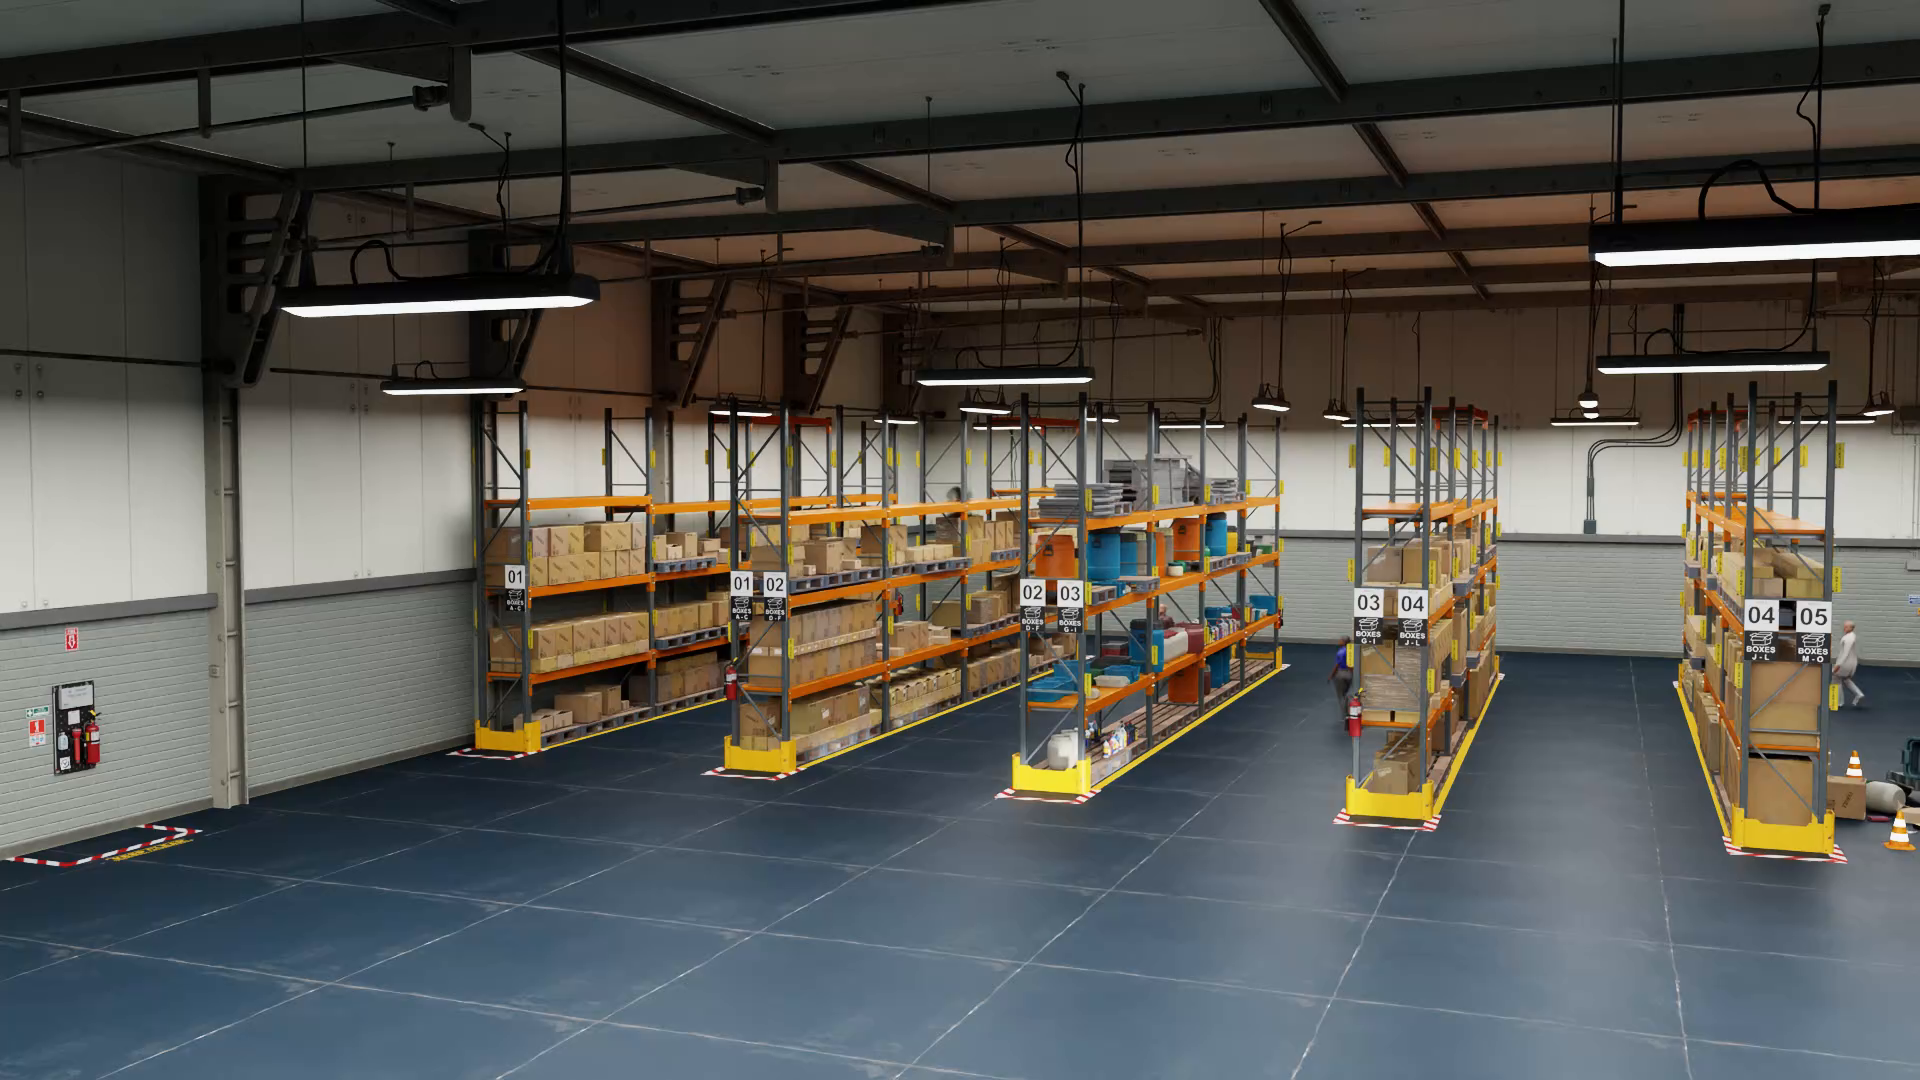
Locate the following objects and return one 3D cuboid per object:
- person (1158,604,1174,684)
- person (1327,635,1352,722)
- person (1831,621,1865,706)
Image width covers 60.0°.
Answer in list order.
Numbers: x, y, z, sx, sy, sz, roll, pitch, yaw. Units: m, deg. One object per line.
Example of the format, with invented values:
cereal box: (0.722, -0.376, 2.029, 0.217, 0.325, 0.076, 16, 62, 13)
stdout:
person: (4.458, 2.305, 37.234, 0.650, 1.740, 1.018, 1, 3, 24)
person: (7.256, 2.663, 31.632, 0.509, 1.717, 0.516, -1, 3, -23)
person: (17.895, 2.501, 33.678, 0.655, 1.750, 0.649, -2, 3, -37)
